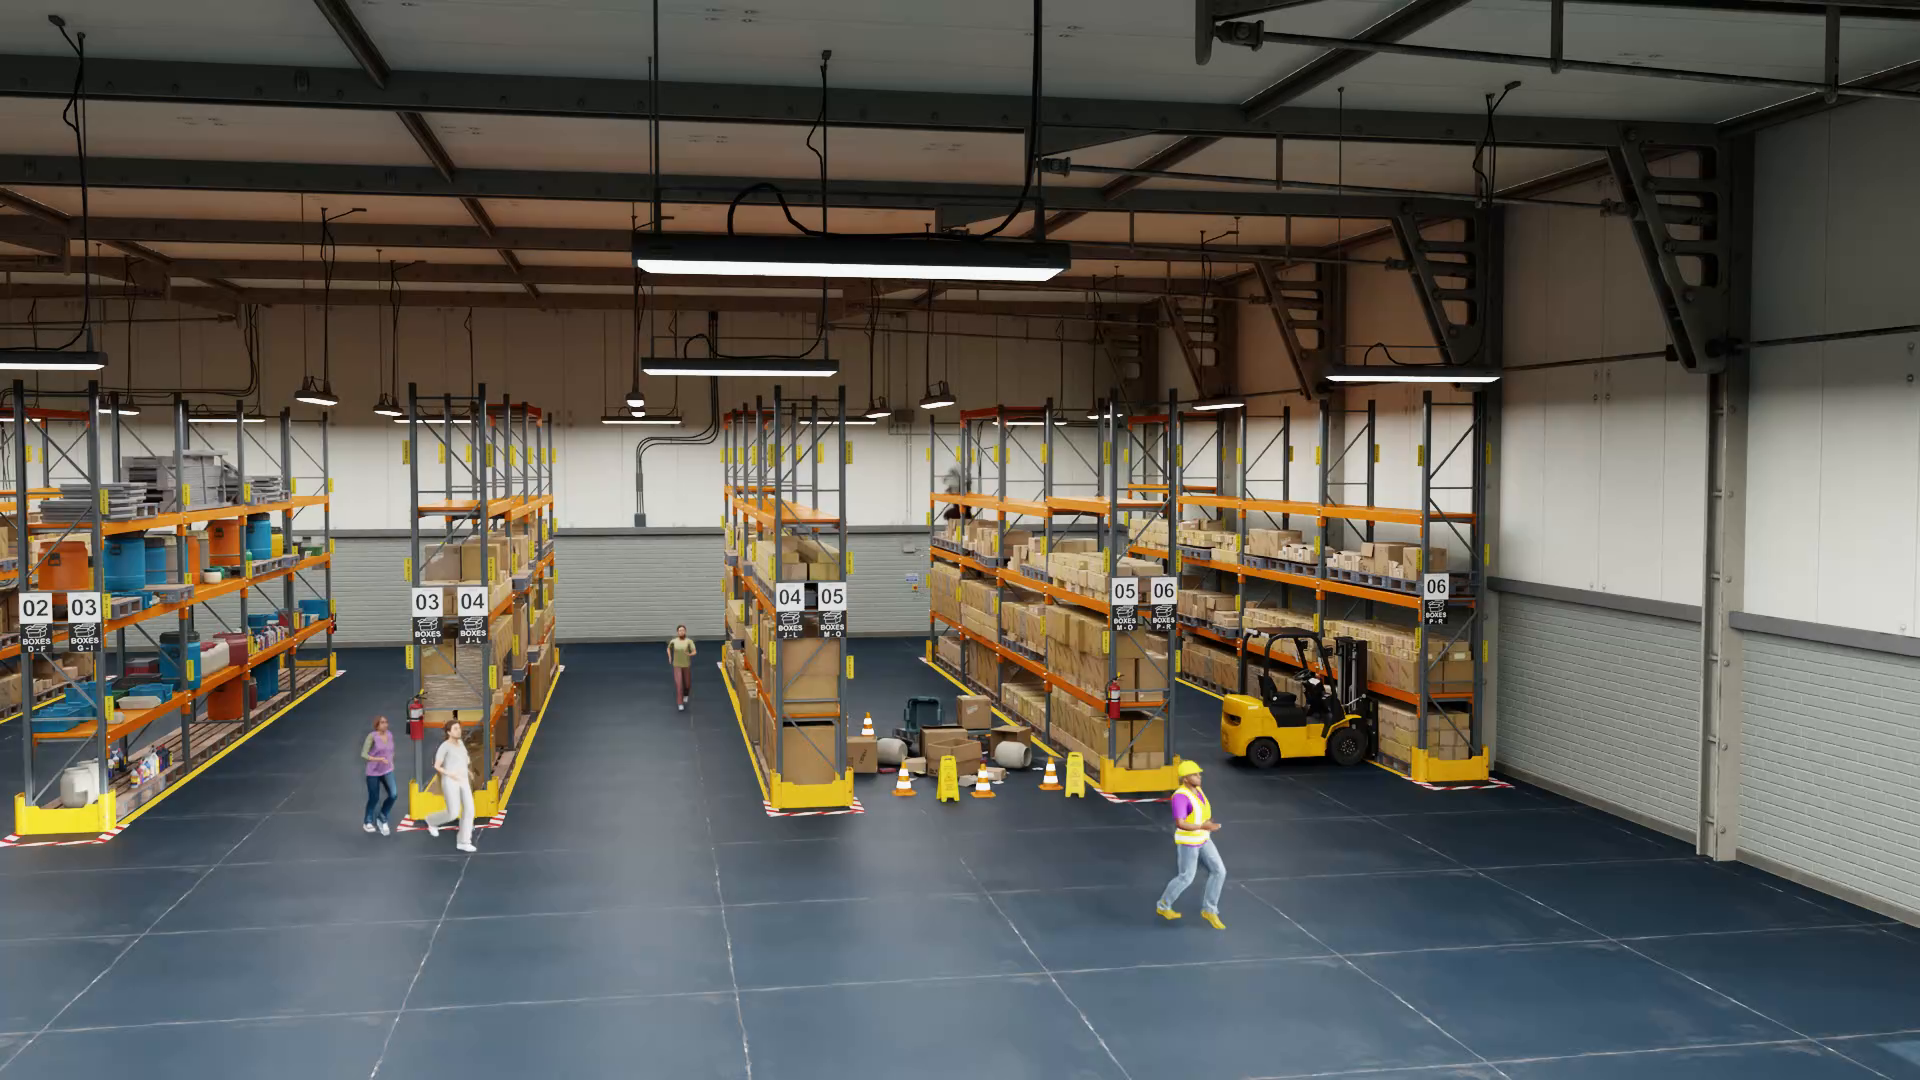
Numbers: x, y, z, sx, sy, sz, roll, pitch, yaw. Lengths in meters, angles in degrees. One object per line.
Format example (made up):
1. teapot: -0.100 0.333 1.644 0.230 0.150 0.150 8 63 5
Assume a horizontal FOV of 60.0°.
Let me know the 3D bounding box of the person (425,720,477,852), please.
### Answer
1. person: -6.467 3.114 21.170 0.807 1.656 0.564 2 3 28

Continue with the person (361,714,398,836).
1. person: -7.631 3.100 21.891 0.652 1.613 0.532 3 4 43

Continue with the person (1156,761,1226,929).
1. person: 2.477 3.243 17.716 0.757 1.802 0.707 2 4 36

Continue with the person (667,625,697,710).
1. person: -5.499 2.500 32.869 0.586 1.645 0.914 -1 3 -11
